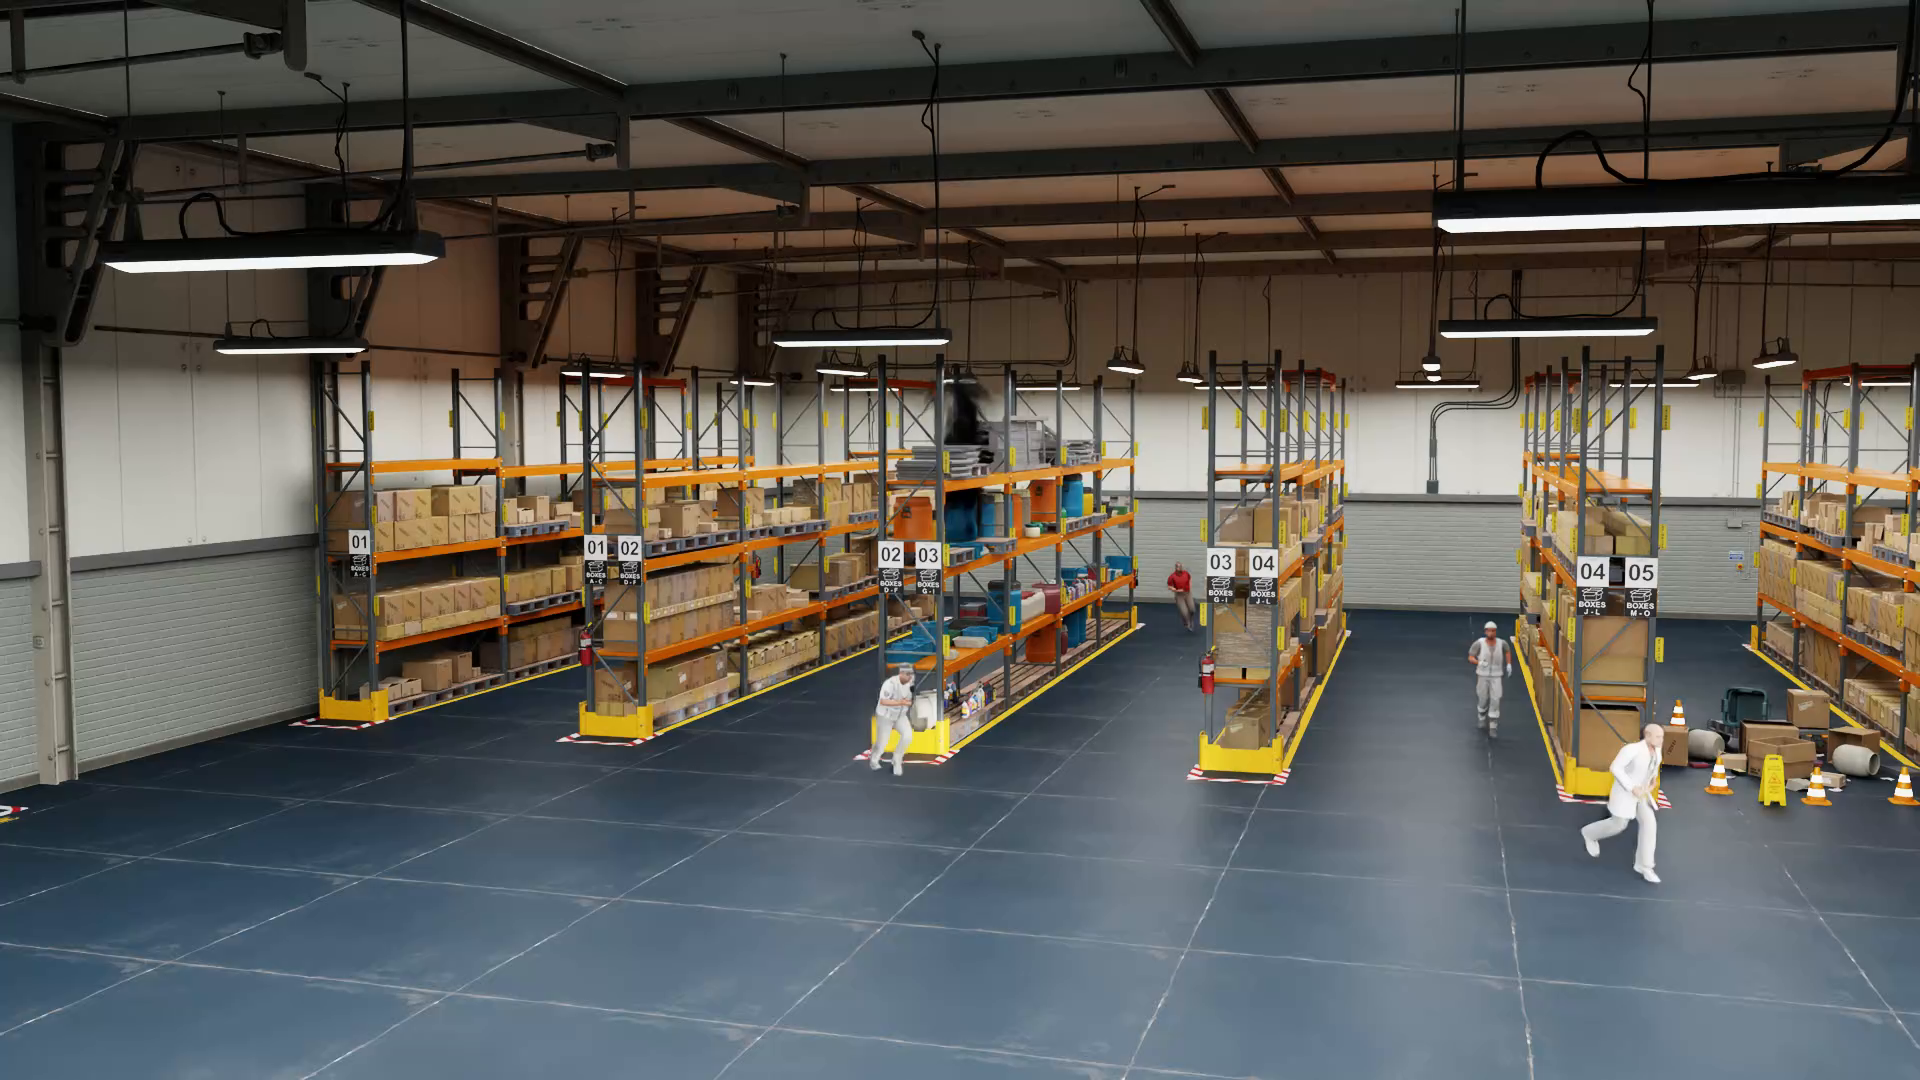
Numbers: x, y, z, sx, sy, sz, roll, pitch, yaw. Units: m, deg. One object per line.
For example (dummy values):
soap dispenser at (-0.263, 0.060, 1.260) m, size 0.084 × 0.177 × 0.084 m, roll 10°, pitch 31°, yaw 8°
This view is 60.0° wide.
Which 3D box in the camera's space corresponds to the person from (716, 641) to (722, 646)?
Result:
person at (-5.340, 1.543, 36.854) m, size 0.592 × 1.648 × 0.707 m, roll 1°, pitch 4°, yaw 7°

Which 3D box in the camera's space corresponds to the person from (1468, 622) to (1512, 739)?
person at (8.465, 2.212, 26.575) m, size 0.680 × 1.839 × 0.842 m, roll 1°, pitch 4°, yaw 12°

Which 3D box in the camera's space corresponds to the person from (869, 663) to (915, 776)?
person at (-0.929, 2.531, 23.564) m, size 0.695 × 1.673 × 1.009 m, roll -3°, pitch 5°, yaw -39°

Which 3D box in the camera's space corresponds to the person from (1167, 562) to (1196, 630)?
person at (5.306, 1.343, 39.646) m, size 0.740 × 1.642 × 0.551 m, roll -1°, pitch 4°, yaw -13°

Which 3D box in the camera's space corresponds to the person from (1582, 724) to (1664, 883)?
person at (7.390, 2.849, 18.498) m, size 0.740 × 1.738 × 1.083 m, roll -3°, pitch 5°, yaw -32°
